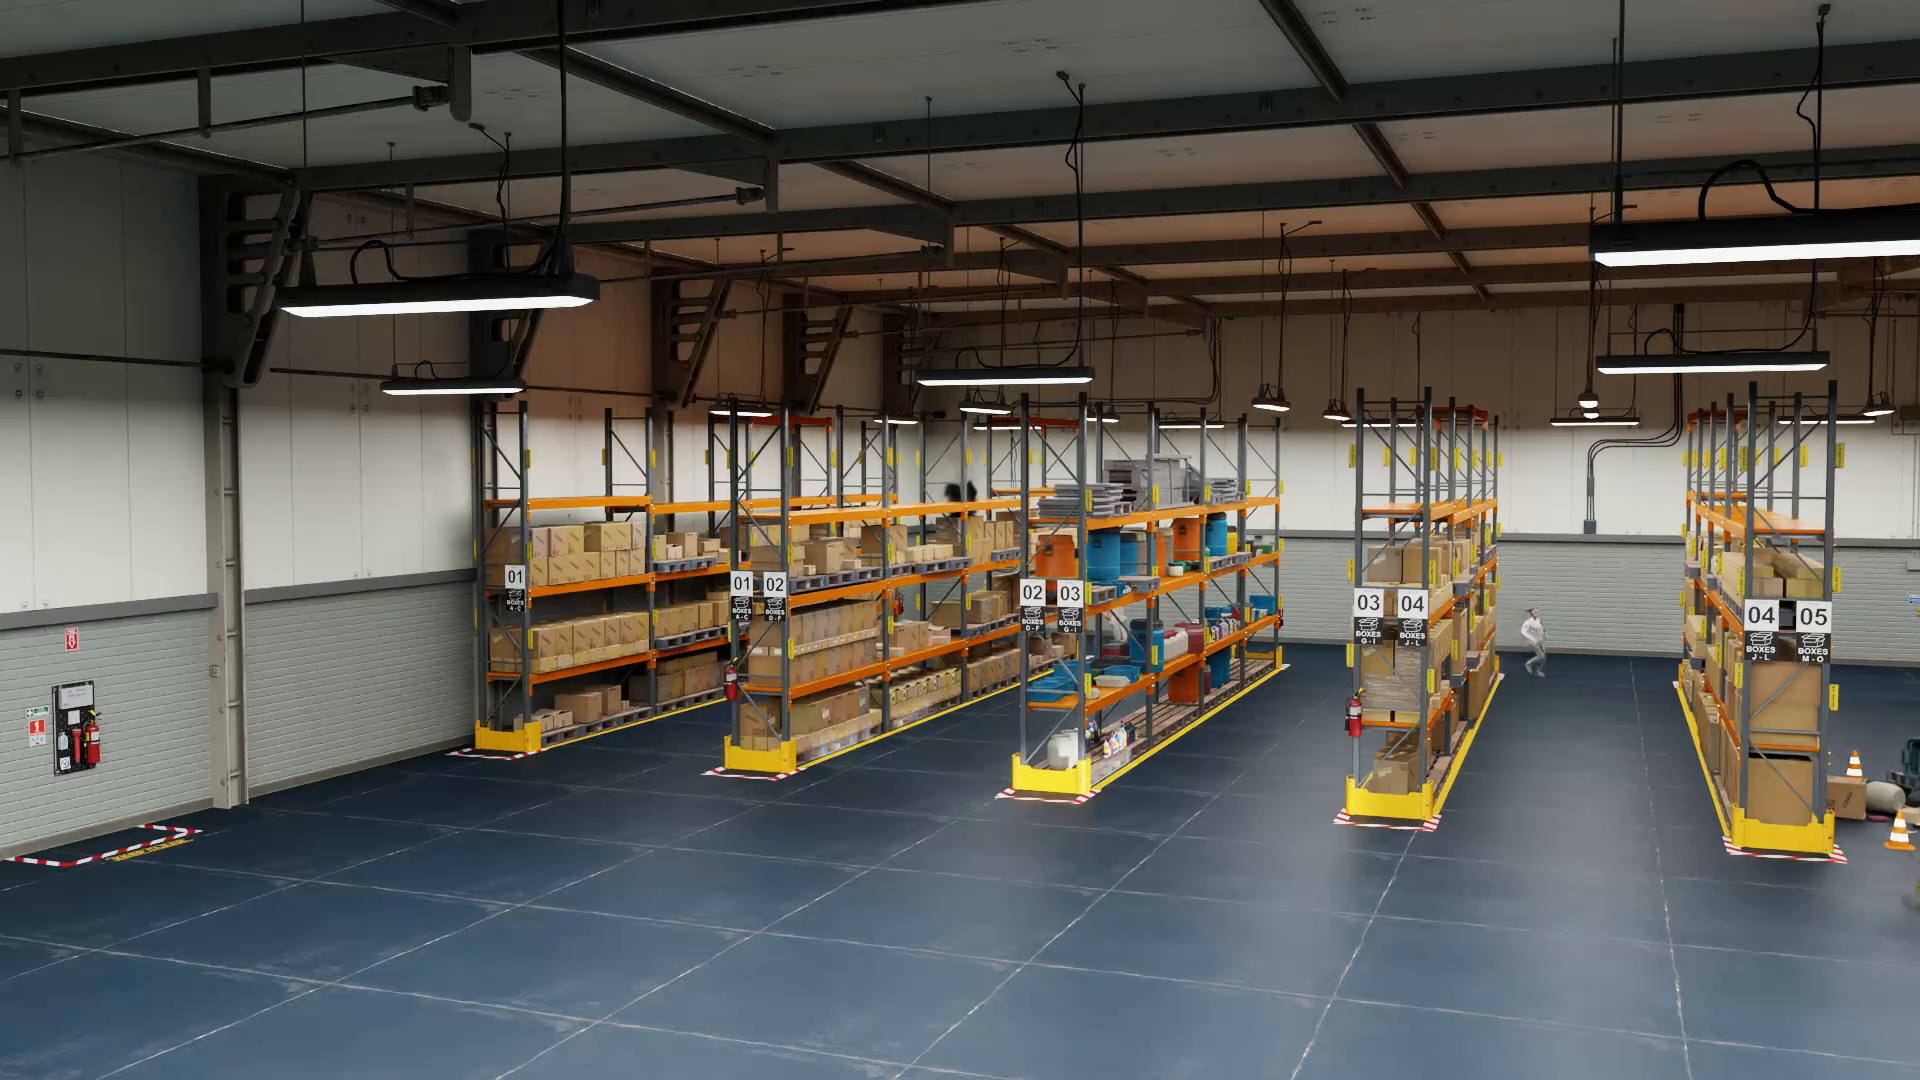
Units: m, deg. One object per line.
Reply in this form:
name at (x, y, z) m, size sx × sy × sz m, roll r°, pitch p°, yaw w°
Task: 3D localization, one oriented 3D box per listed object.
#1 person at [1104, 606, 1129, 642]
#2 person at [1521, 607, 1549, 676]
person at (3.931, 2.114, 41.654) m, size 0.718 × 1.760 × 0.753 m, roll -2°, pitch 3°, yaw -33°
person at (13.250, 2.340, 38.278) m, size 0.622 × 1.624 × 0.522 m, roll -2°, pitch 4°, yaw -38°
